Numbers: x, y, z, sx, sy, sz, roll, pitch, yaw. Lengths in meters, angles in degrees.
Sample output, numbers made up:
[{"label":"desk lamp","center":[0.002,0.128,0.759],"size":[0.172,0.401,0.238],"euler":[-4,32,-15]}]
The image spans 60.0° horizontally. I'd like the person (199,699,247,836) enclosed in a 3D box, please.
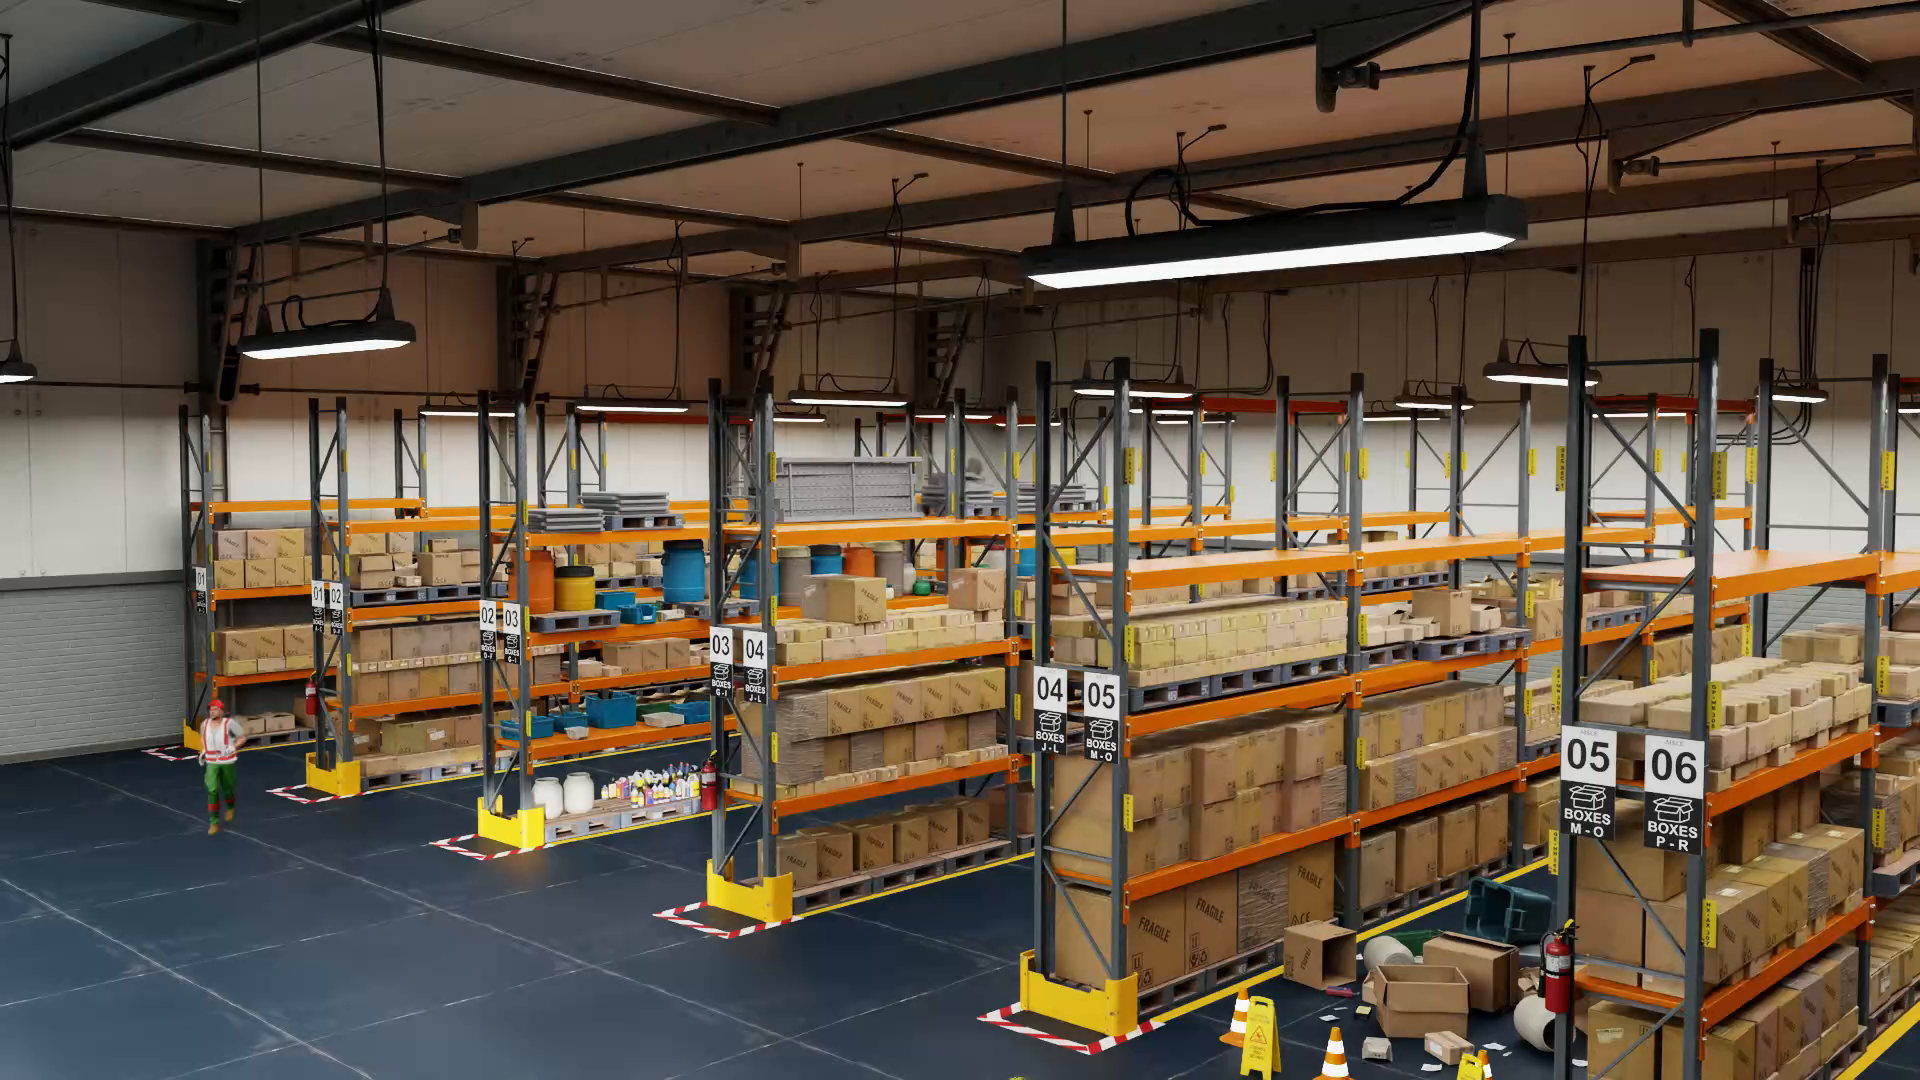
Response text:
[{"label":"person","center":[-10.102,3.077,22.770],"size":[0.617,1.831,0.804],"euler":[0,3,-8]}]
